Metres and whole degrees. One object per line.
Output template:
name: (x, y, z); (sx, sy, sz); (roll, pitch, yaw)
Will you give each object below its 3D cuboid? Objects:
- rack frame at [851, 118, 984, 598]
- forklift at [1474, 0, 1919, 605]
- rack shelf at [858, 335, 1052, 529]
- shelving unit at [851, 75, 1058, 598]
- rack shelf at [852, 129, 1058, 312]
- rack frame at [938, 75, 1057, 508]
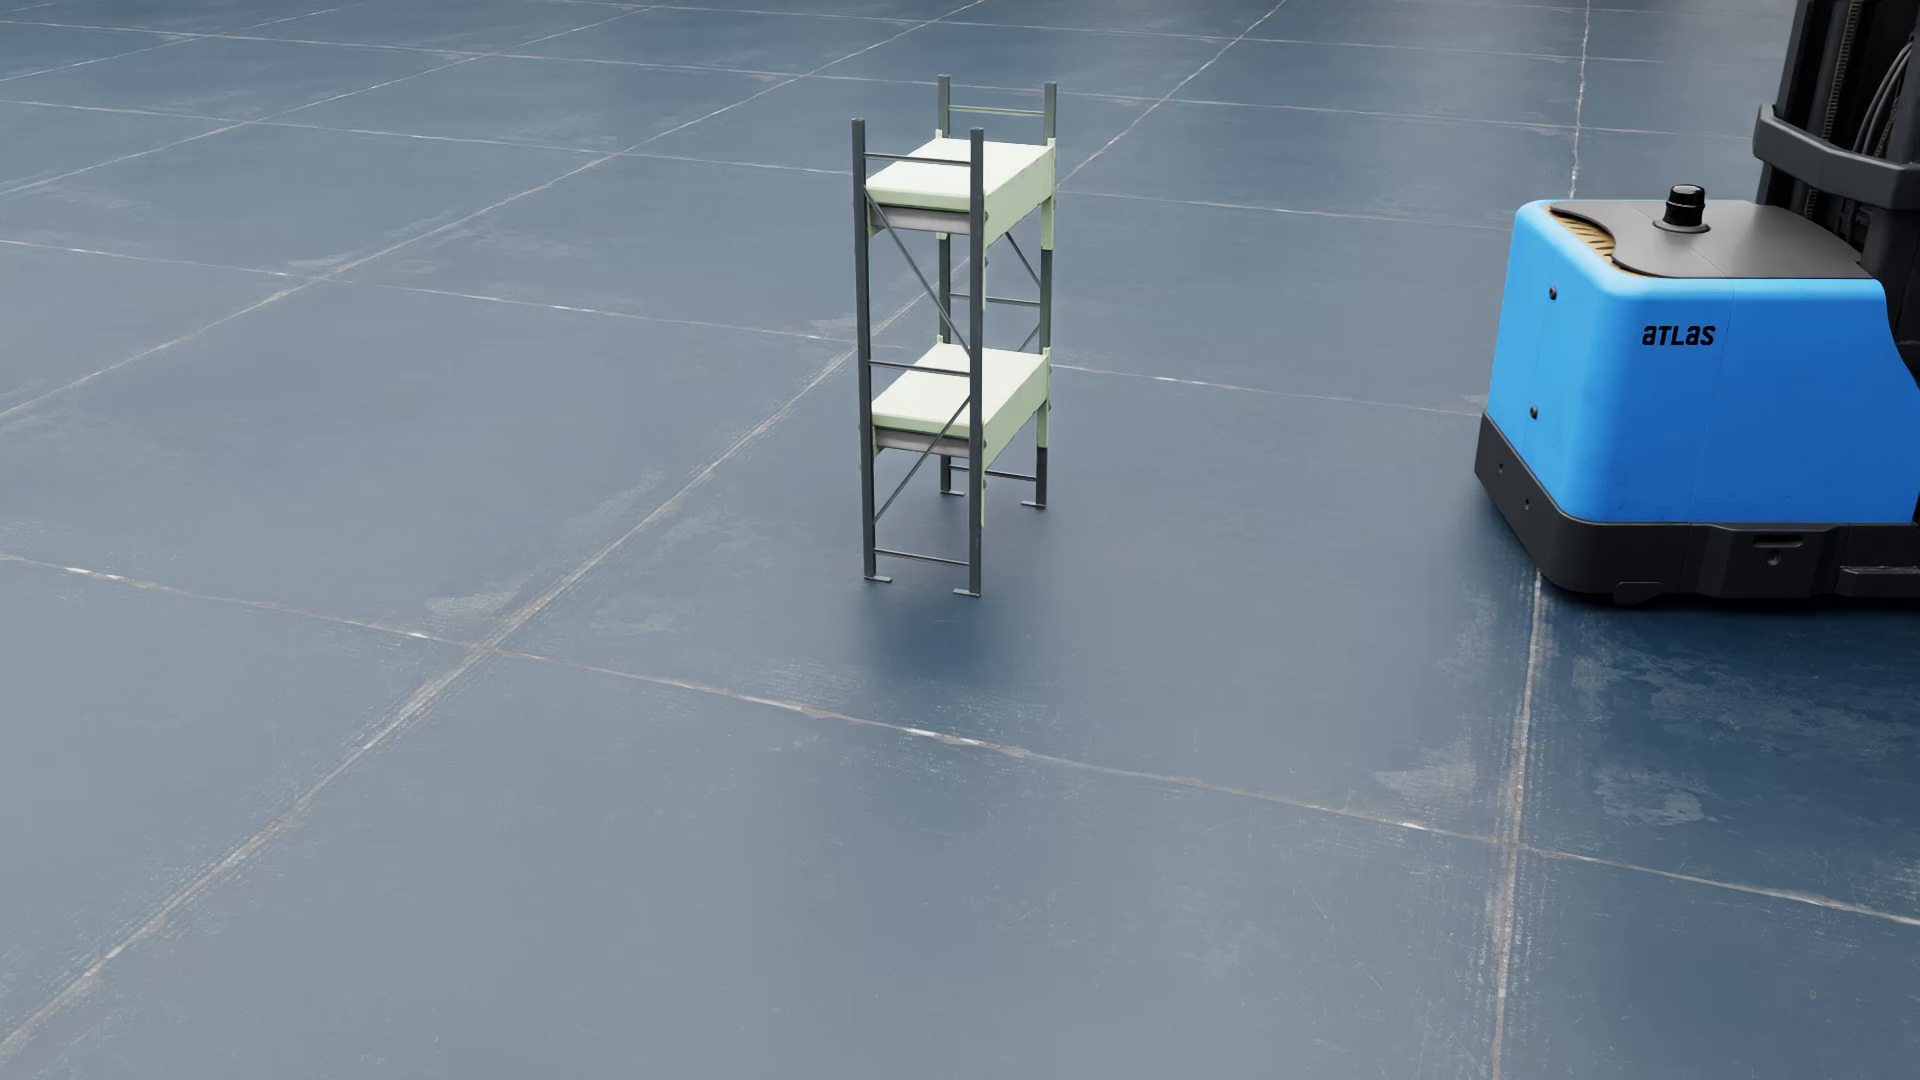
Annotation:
rack frame: (-0.124, -0.522, 5.107); (0.400, 1.500, 0.023); (9, 27, 17)
forklift: (3.397, -1.312, 5.097); (3.031, 2.935, 1.130); (0, 26, 0)
rack shelf: (-0.002, -0.379, 5.560); (0.431, 0.370, 0.720); (9, 27, 17)
shelving unit: (-0.002, -0.672, 5.417); (0.431, 1.500, 0.755); (9, 27, 17)
rack shelf: (-0.002, -1.024, 5.247); (0.431, 0.370, 0.720); (9, 27, 17)
rack frame: (0.120, -0.823, 5.728); (0.400, 1.500, 0.023); (9, 27, 17)
